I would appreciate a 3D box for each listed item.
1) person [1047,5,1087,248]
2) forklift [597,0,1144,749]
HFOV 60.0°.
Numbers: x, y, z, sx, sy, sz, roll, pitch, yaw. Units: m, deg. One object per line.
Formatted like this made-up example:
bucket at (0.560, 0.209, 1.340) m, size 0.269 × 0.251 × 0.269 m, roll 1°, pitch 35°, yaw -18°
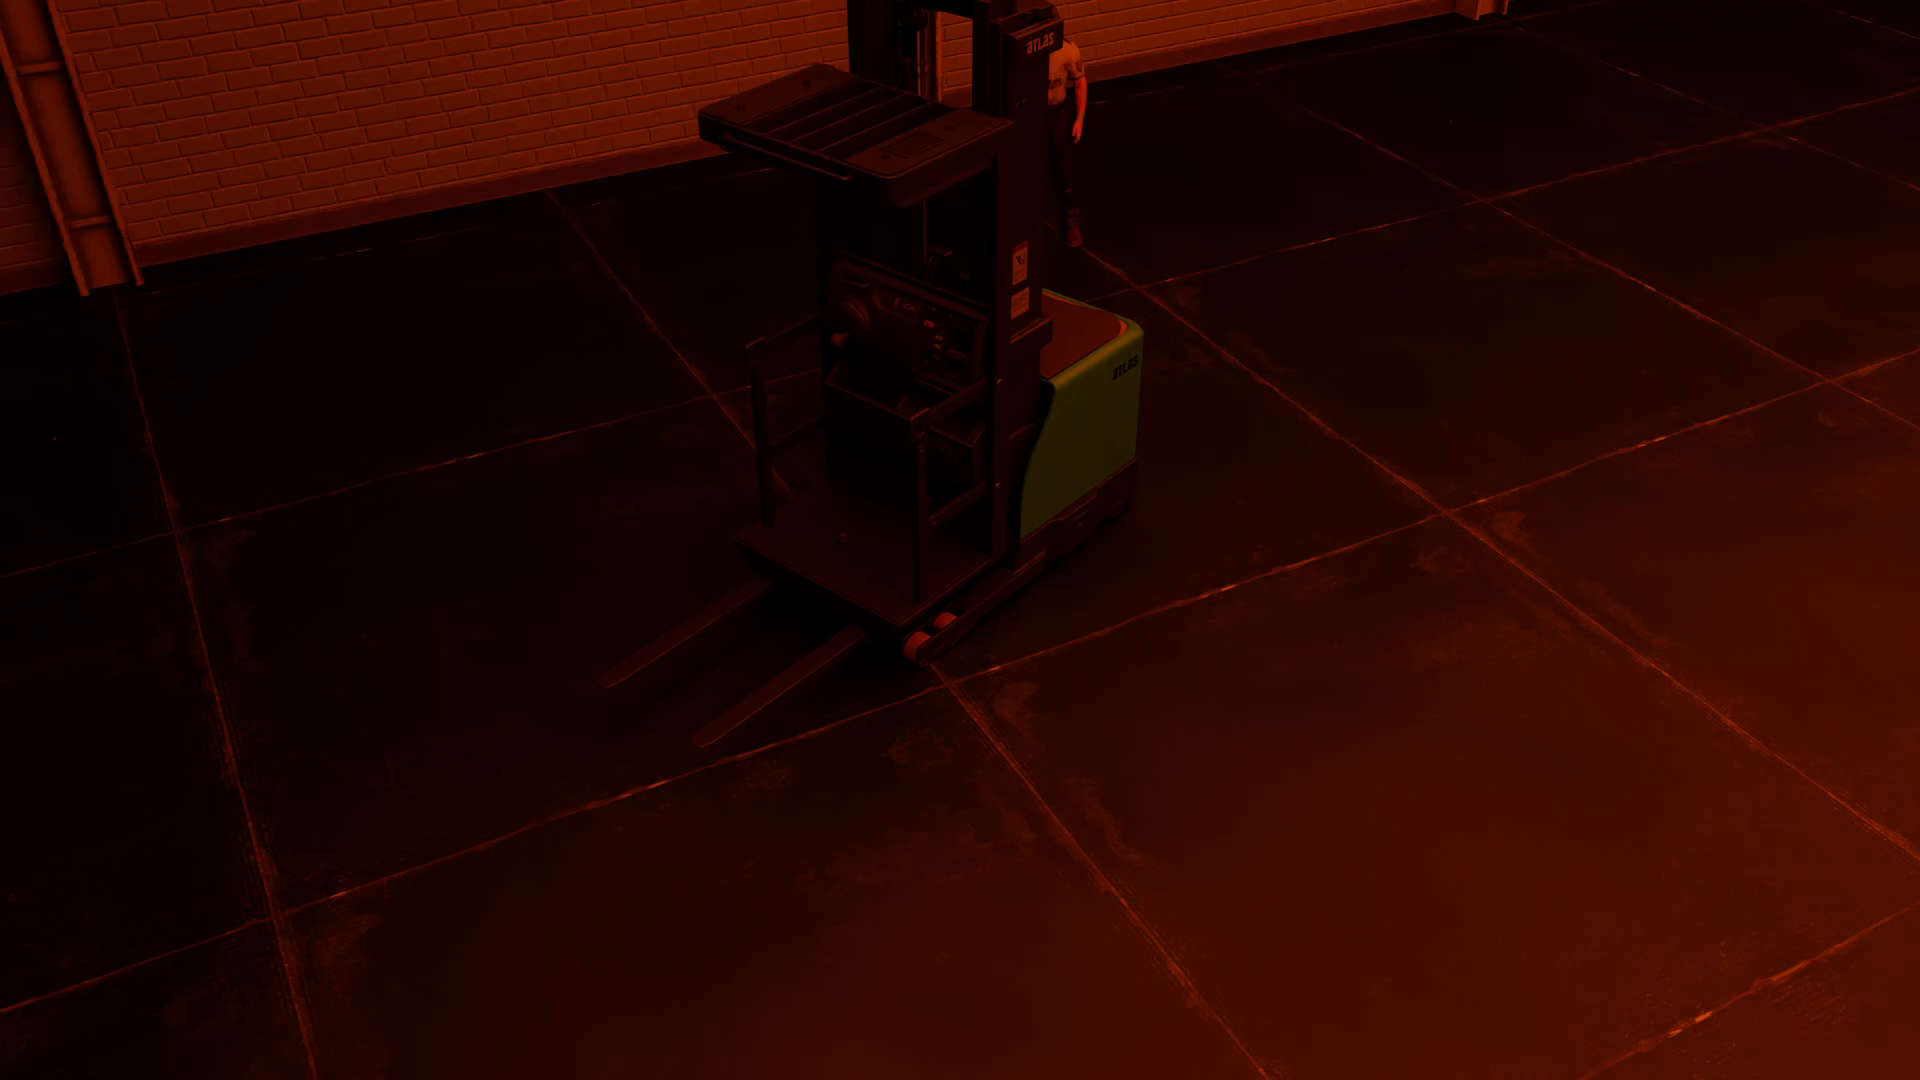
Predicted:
person at (0.568, -2.813, 11.218) m, size 0.627 × 1.657 × 0.431 m, roll 9°, pitch 36°, yaw 12°
forklift at (-0.390, -0.927, 7.434) m, size 1.130 × 2.935 × 3.031 m, roll 26°, pitch 43°, yaw 31°
